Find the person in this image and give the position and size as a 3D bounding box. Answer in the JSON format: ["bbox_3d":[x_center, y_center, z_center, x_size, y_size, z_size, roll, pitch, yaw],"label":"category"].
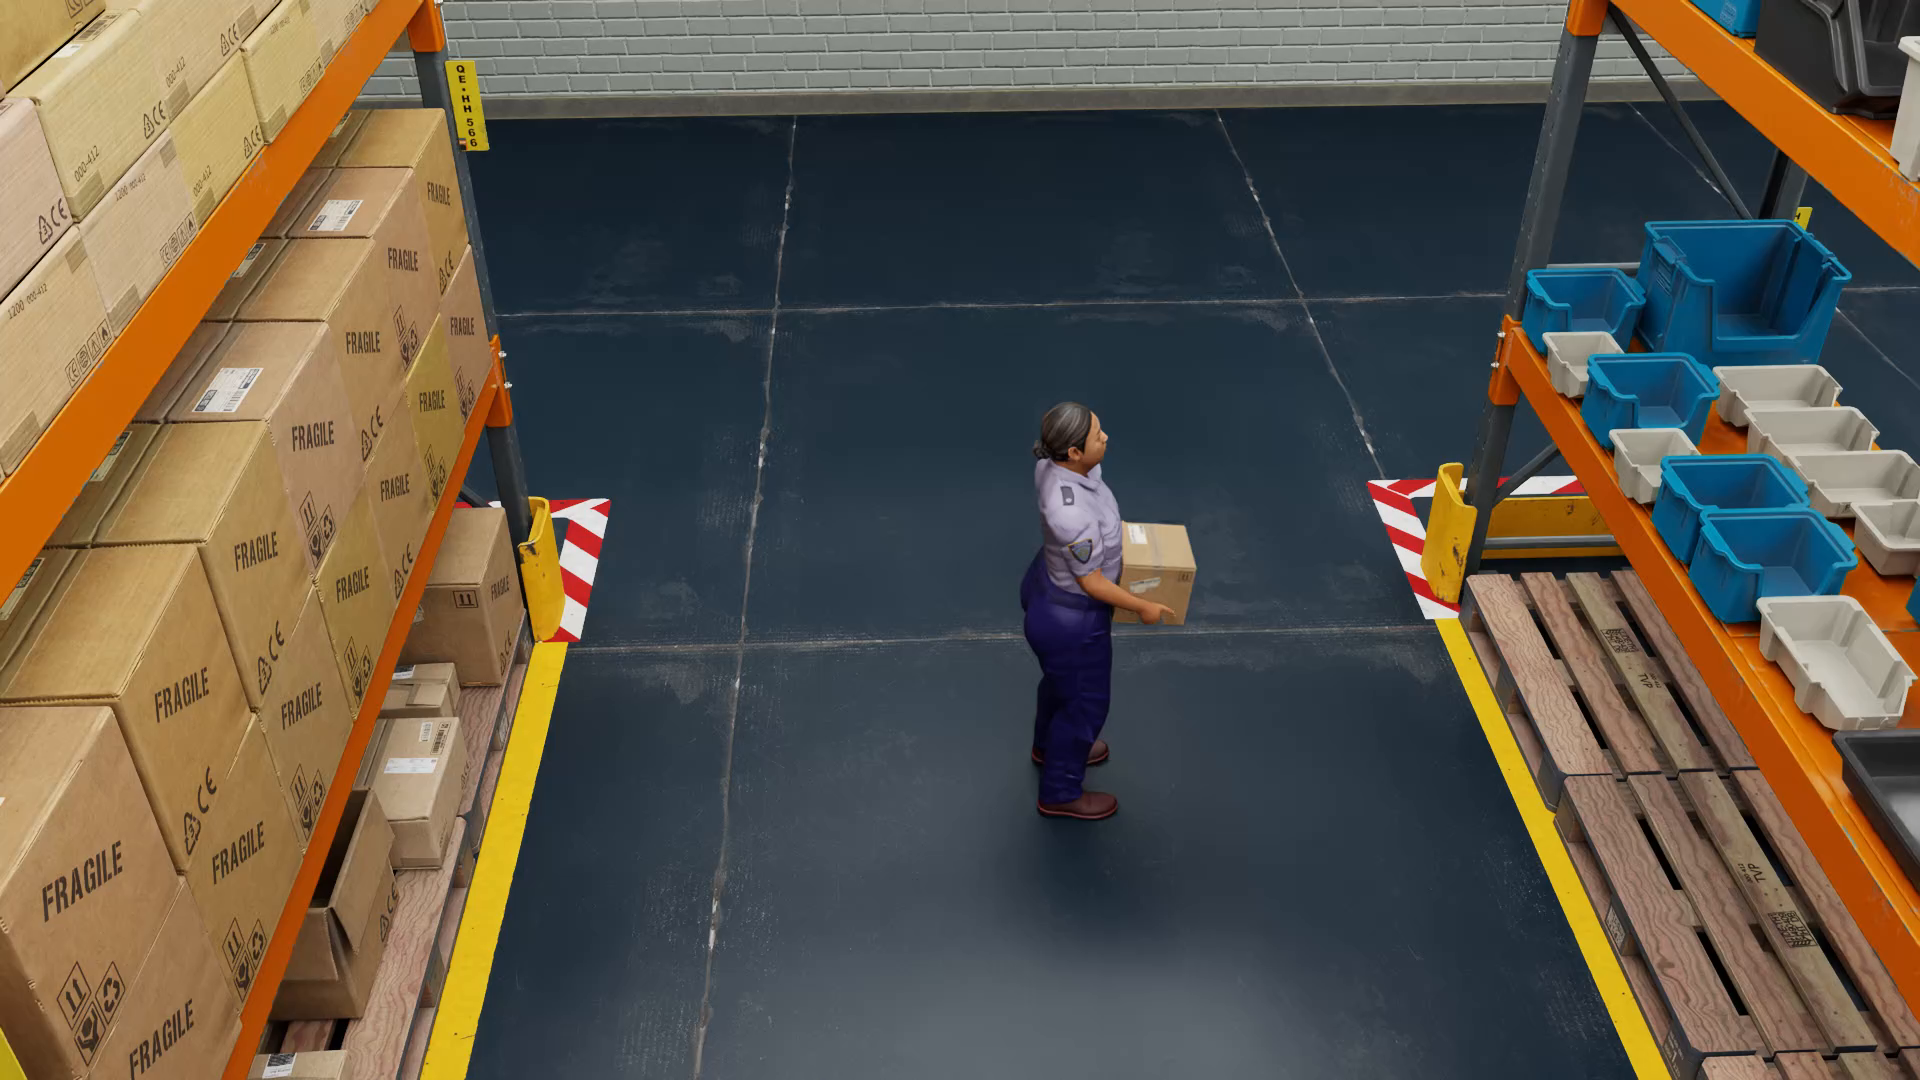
[{"bbox_3d":[0.471,0.237,5.824,0.511,1.647,0.471,-2,35,-2],"label":"person"}]
